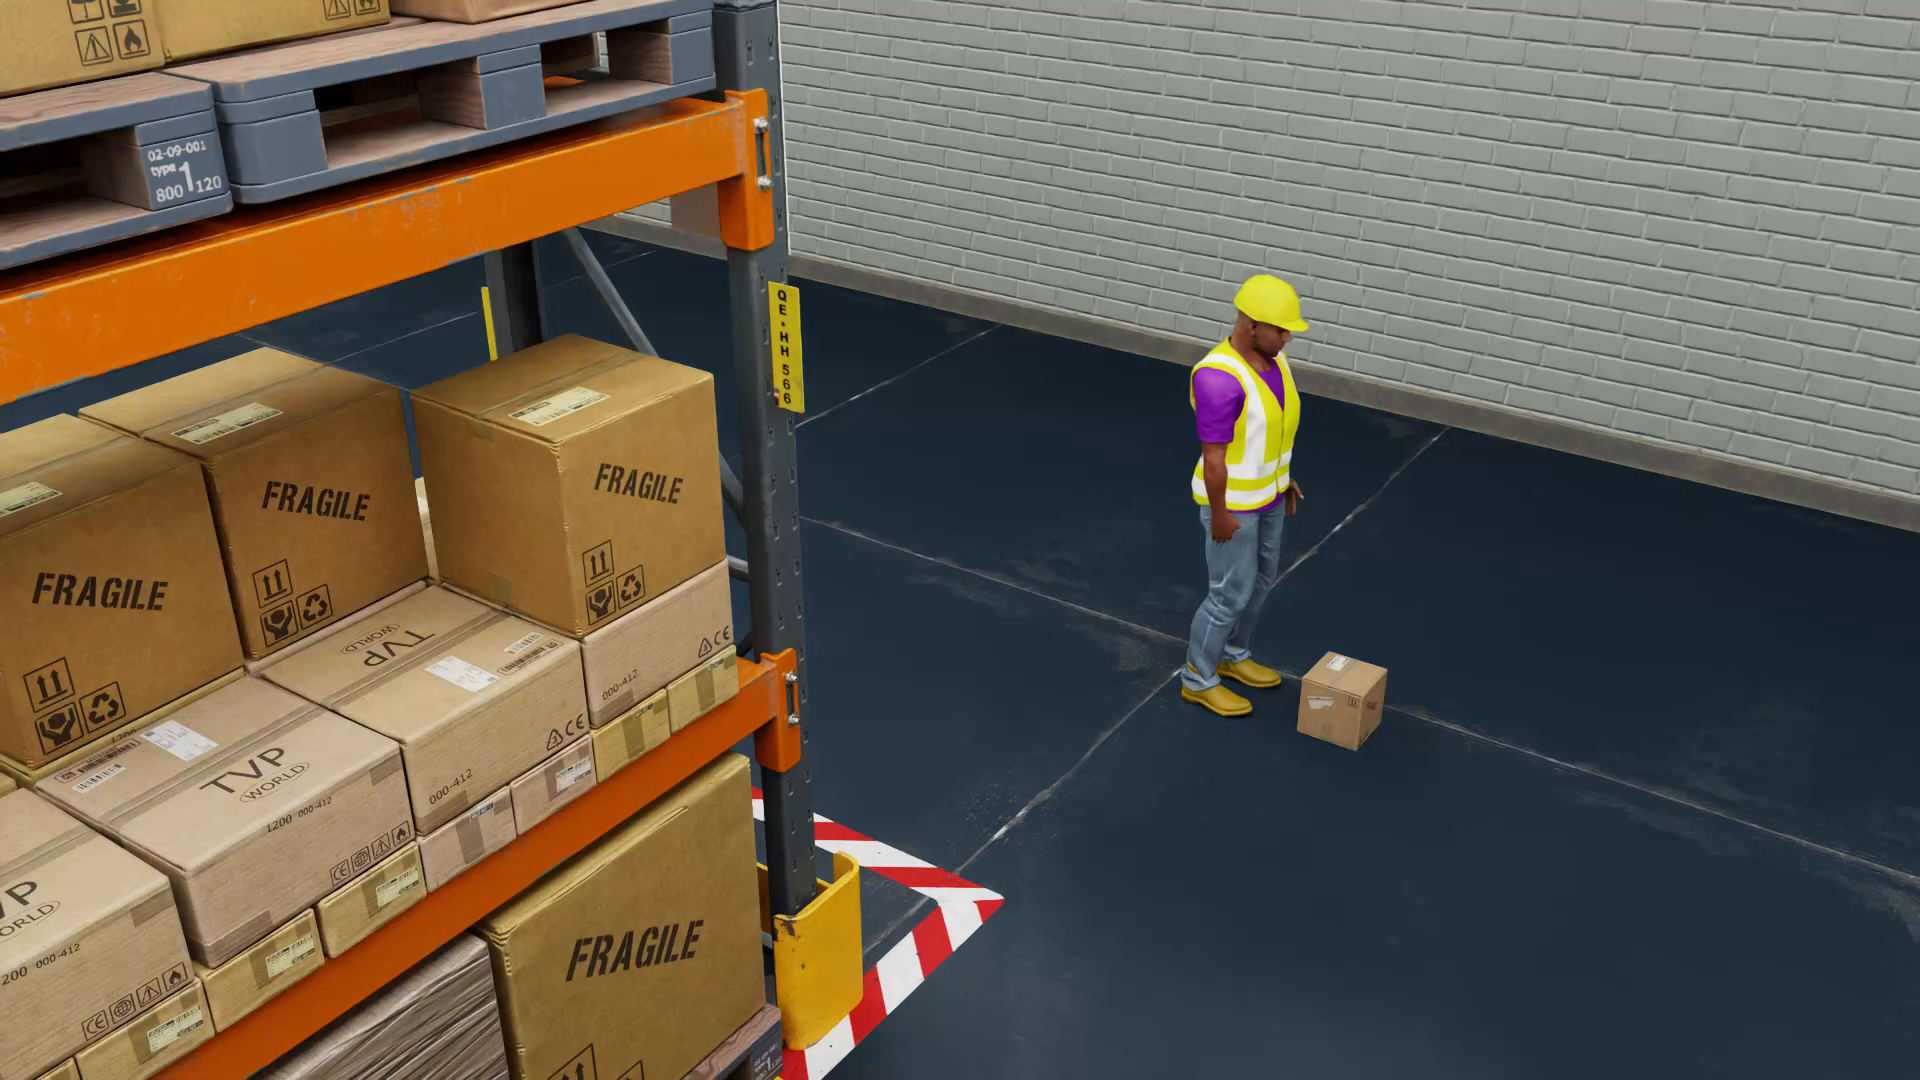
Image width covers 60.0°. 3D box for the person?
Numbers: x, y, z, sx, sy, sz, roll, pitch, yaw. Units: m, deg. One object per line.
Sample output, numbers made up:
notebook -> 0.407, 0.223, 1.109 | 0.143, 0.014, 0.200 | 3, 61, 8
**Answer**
person -> 1.106, -0.178, 6.452 | 0.373, 1.757, 0.570 | 18, 32, 31
